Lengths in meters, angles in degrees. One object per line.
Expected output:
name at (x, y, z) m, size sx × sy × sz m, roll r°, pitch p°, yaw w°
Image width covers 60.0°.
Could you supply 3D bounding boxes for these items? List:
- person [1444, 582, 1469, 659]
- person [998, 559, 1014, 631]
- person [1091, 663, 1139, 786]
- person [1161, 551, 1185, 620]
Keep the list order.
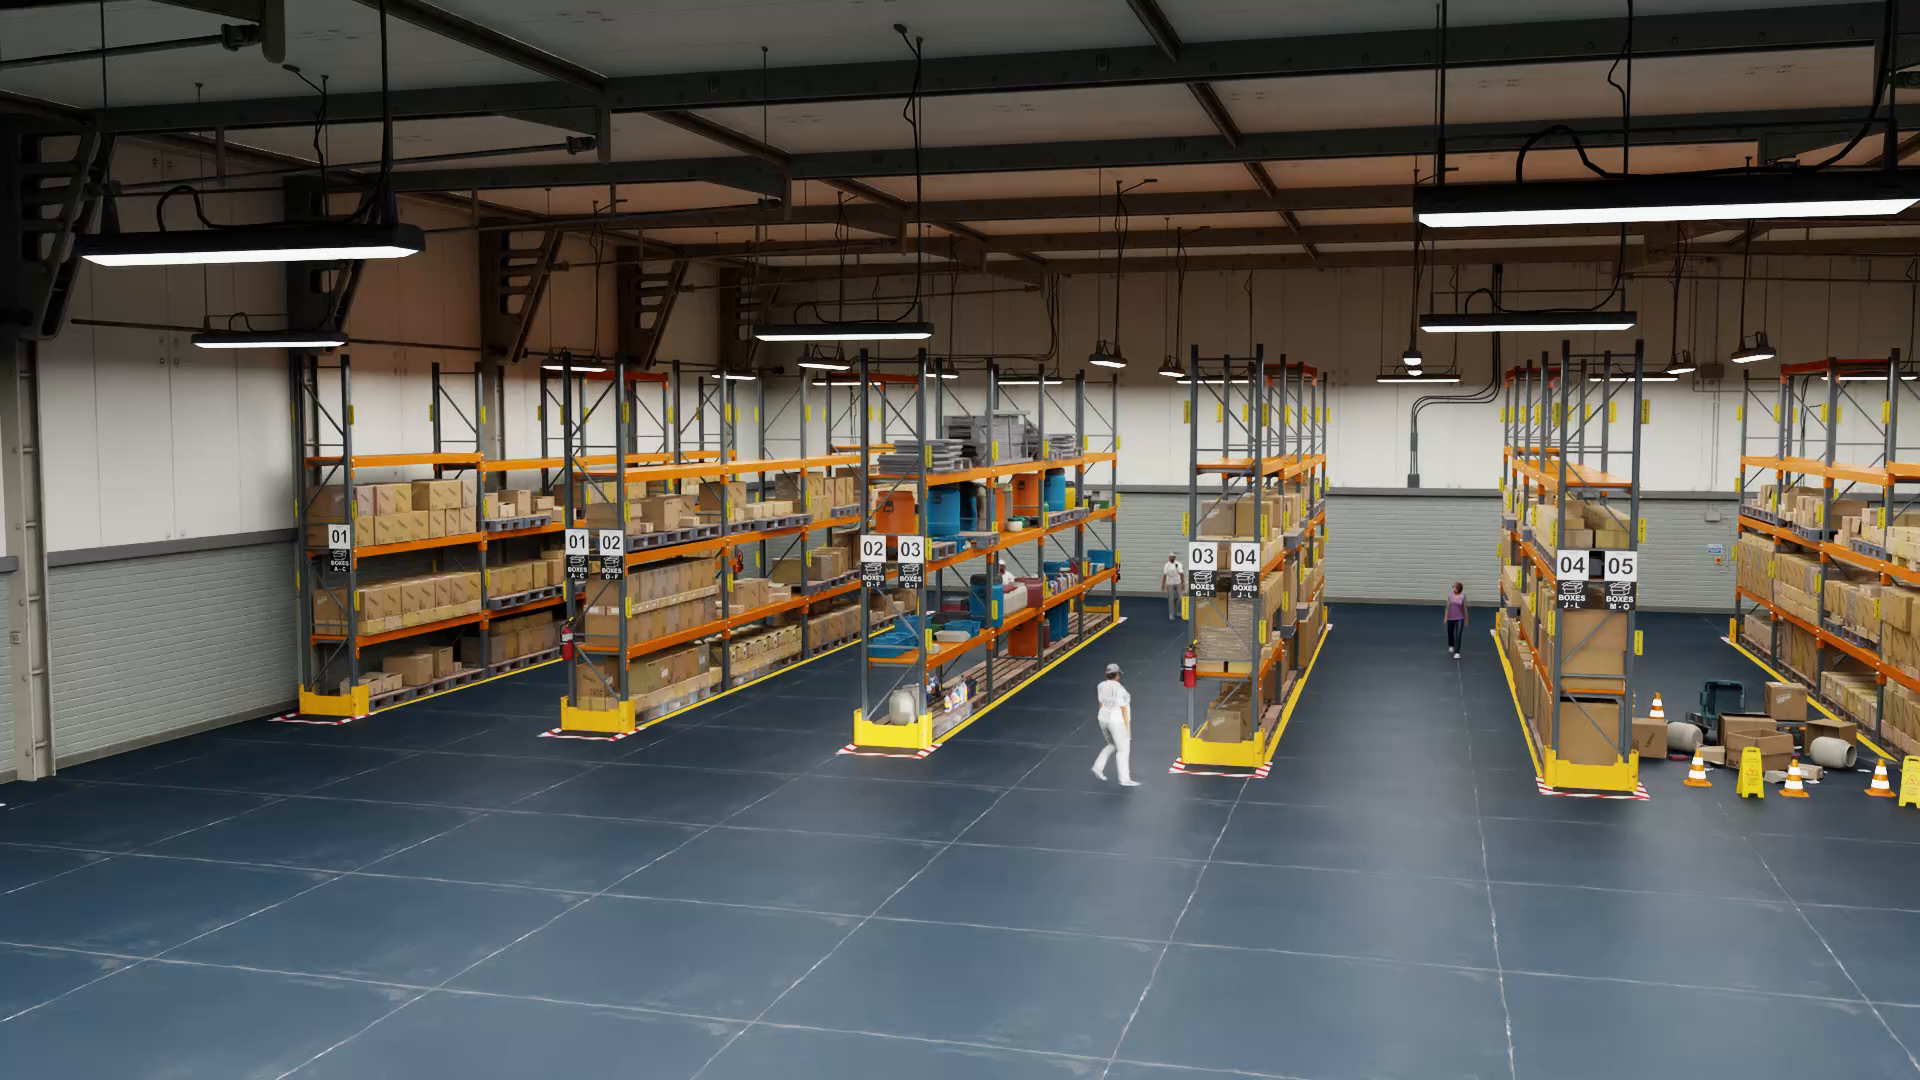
person at (10.271, 1.638, 34.404) m, size 0.493 × 1.557 × 0.823 m, roll 1°, pitch 4°, yaw 16°
person at (0.941, 1.300, 37.811) m, size 0.644 × 1.718 × 1.058 m, roll 1°, pitch 4°, yaw 14°
person at (2.110, 2.497, 22.518) m, size 0.545 × 1.673 × 0.548 m, roll -3°, pitch 5°, yaw -32°
person at (5.228, 1.107, 40.853) m, size 0.548 × 1.696 × 0.452 m, roll 0°, pitch 4°, yaw -6°
